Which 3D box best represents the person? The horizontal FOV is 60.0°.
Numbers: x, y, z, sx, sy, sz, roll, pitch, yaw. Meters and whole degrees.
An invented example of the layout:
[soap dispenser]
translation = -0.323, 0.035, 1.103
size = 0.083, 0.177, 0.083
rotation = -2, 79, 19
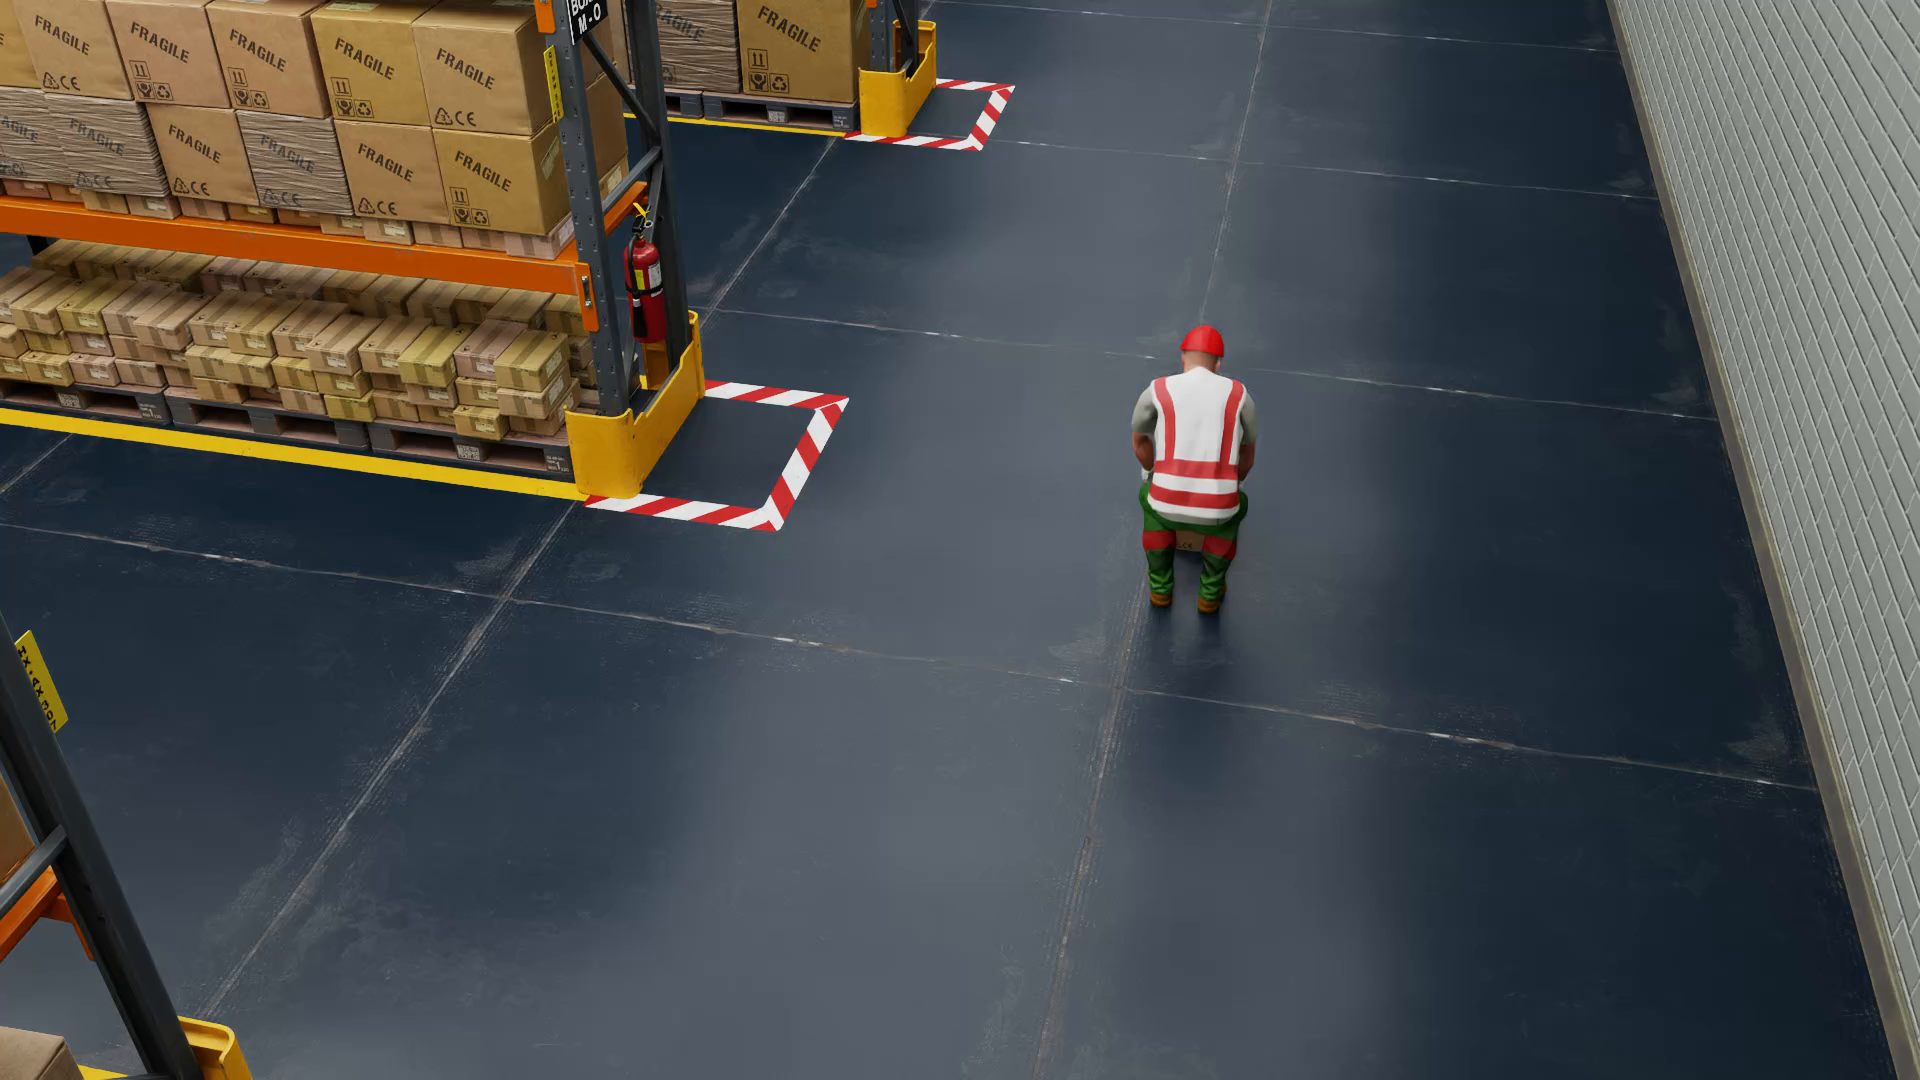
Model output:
[person]
translation = 1.066, -0.290, 7.764
size = 0.583, 1.290, 0.819
rotation = 7, 37, 10
